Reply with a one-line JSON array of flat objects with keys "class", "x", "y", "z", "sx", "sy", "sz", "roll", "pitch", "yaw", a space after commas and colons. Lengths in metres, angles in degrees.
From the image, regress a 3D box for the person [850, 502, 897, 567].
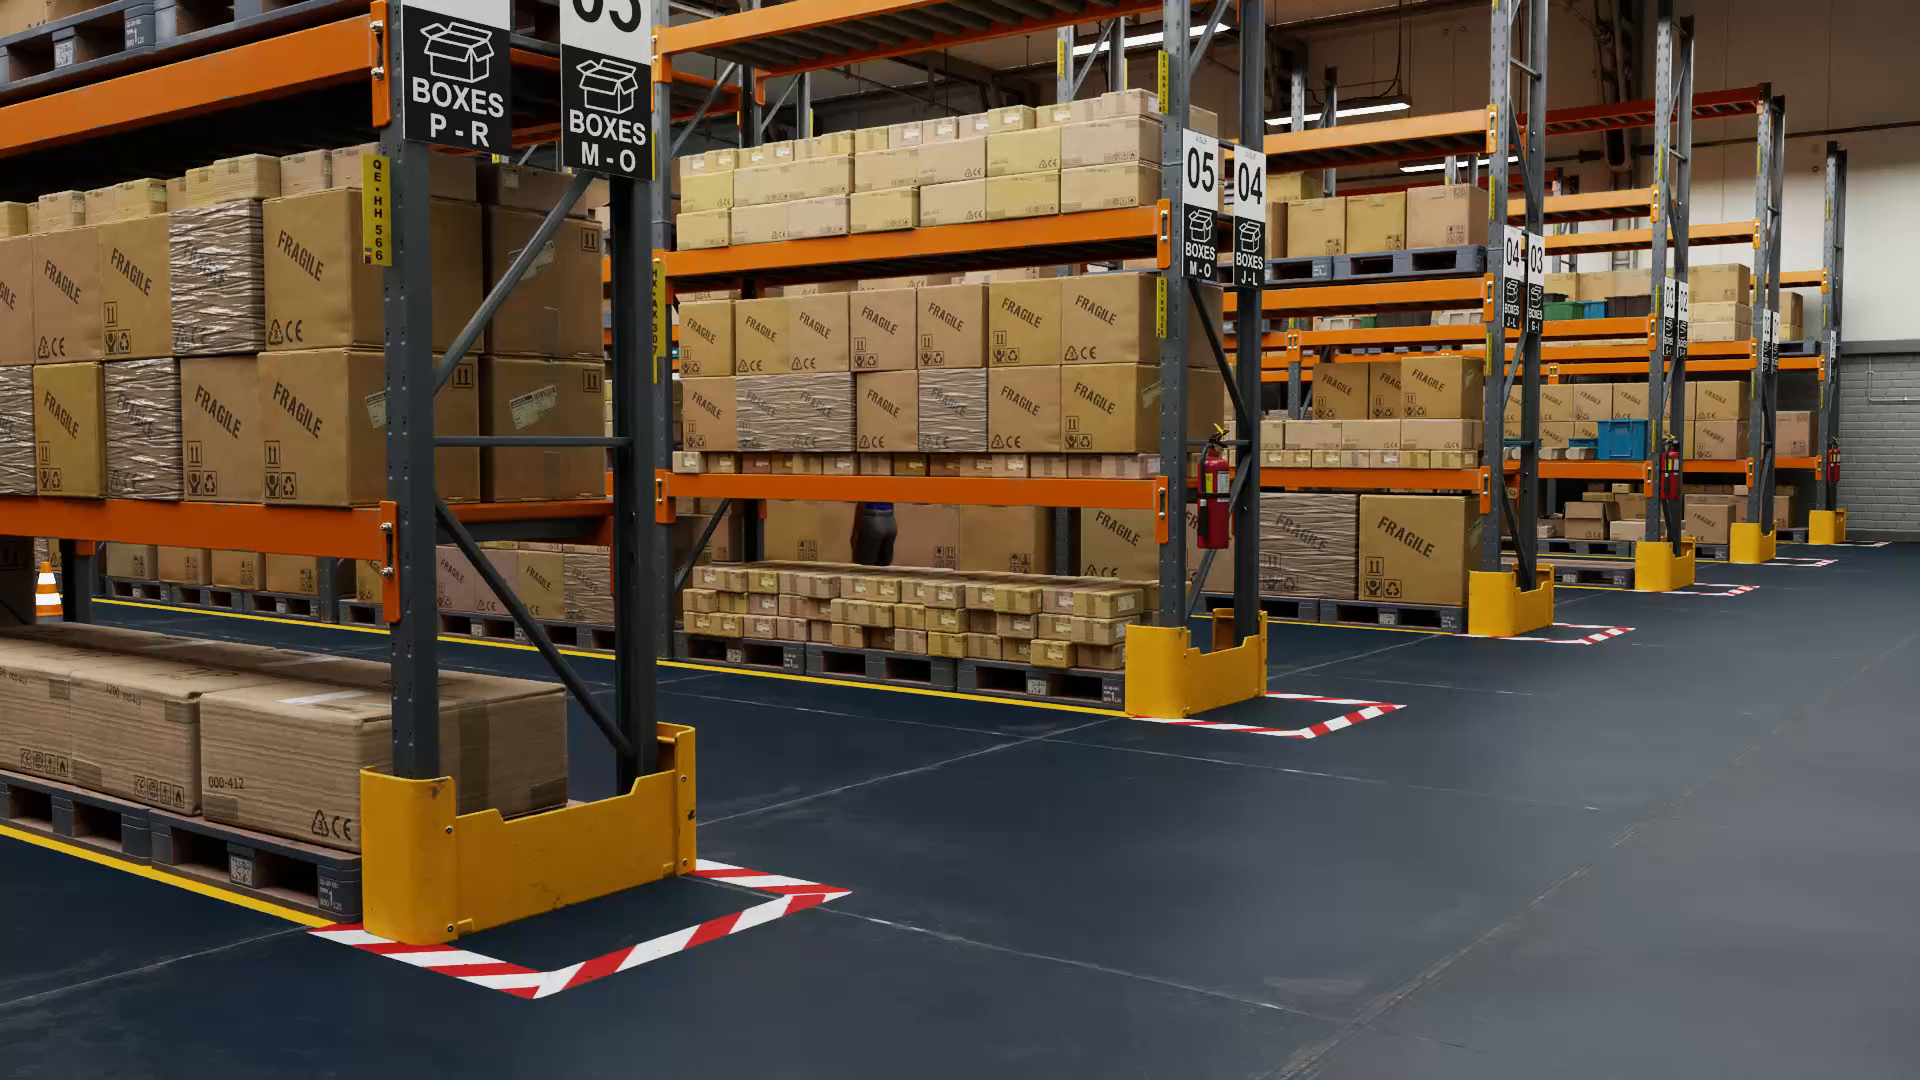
[{"class": "person", "x": -0.685, "y": -0.073, "z": 12.963, "sx": 0.350, "sy": 1.653, "sz": 0.527, "roll": 2, "pitch": 4, "yaw": 30}]
